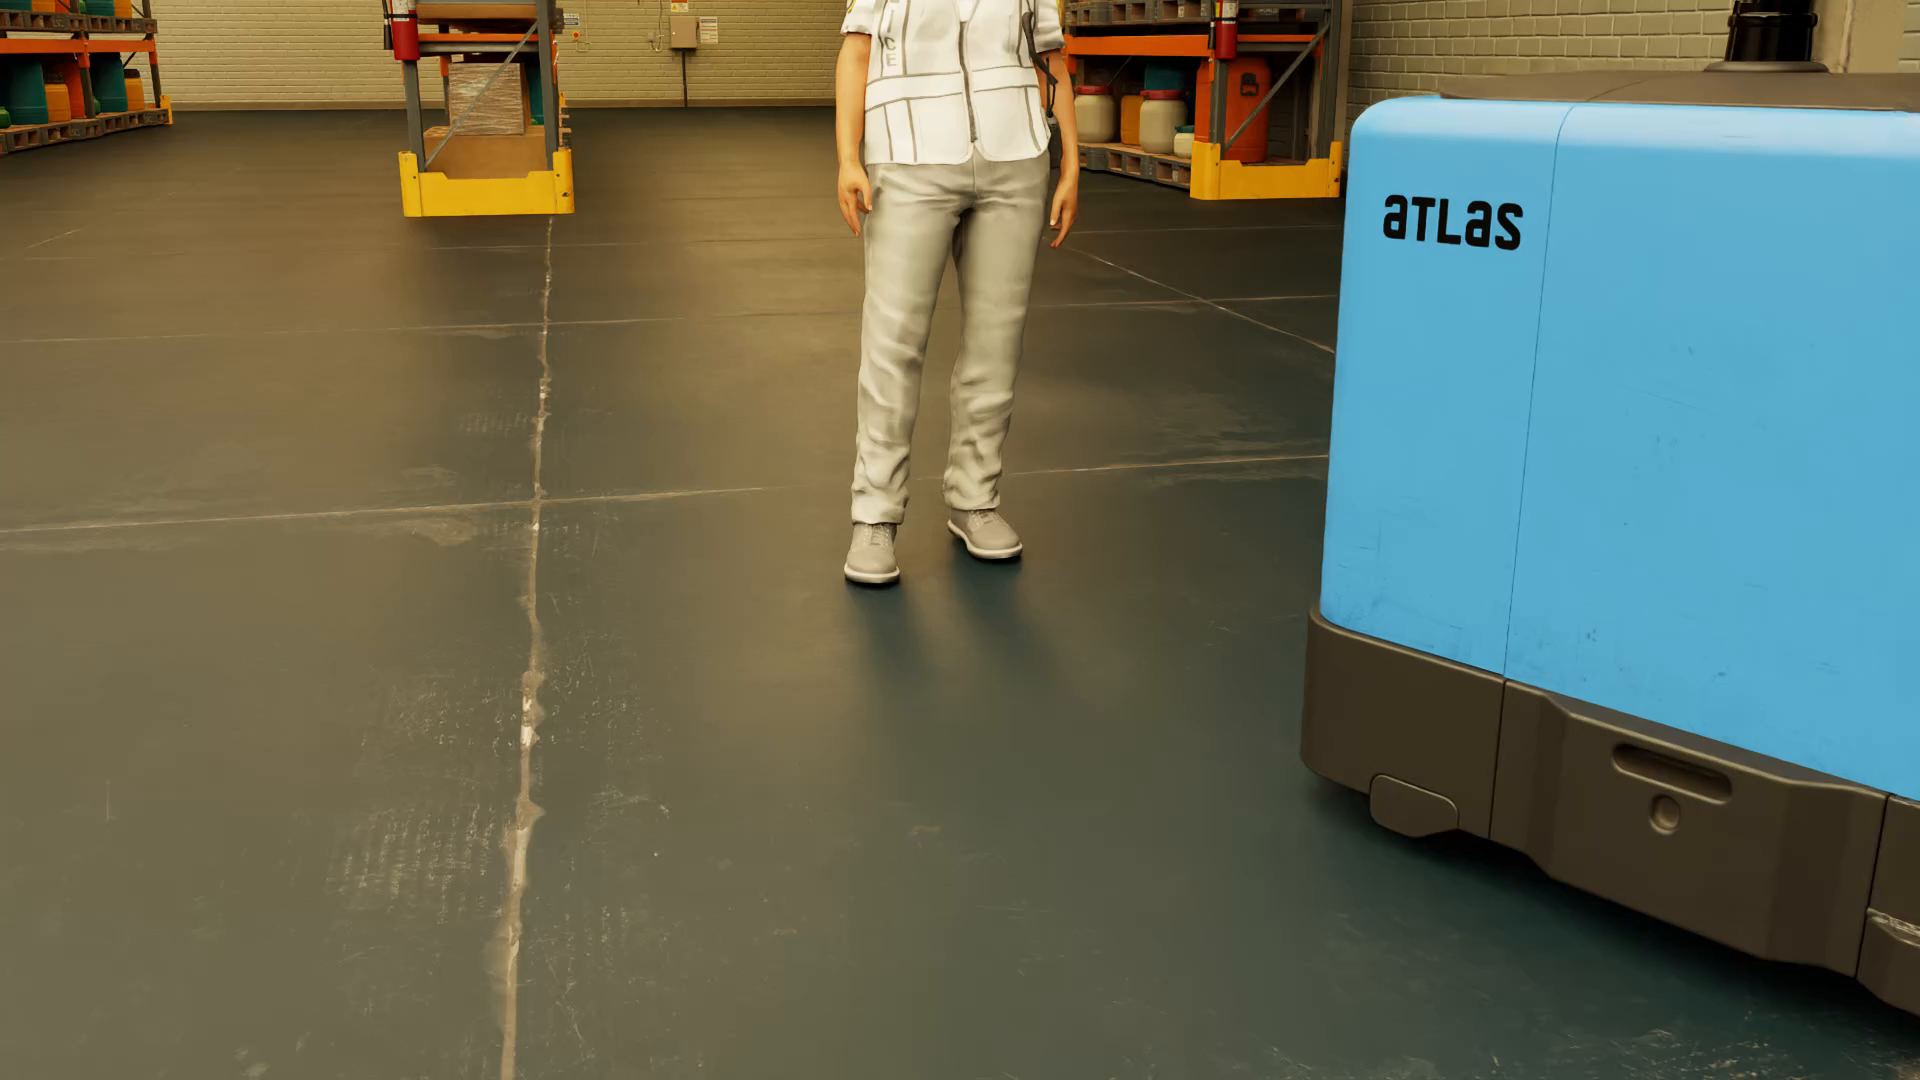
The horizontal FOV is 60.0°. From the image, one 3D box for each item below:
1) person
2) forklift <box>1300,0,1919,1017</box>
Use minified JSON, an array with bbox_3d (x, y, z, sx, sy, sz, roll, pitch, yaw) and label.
[{"bbox_3d":[-0.005,-0.783,3.700,0.597,1.670,0.529,-4,17,-12],"label":"person"},{"bbox_3d":[1.892,-0.773,1.468,1.130,2.935,3.031,-14,22,-40],"label":"forklift"}]
